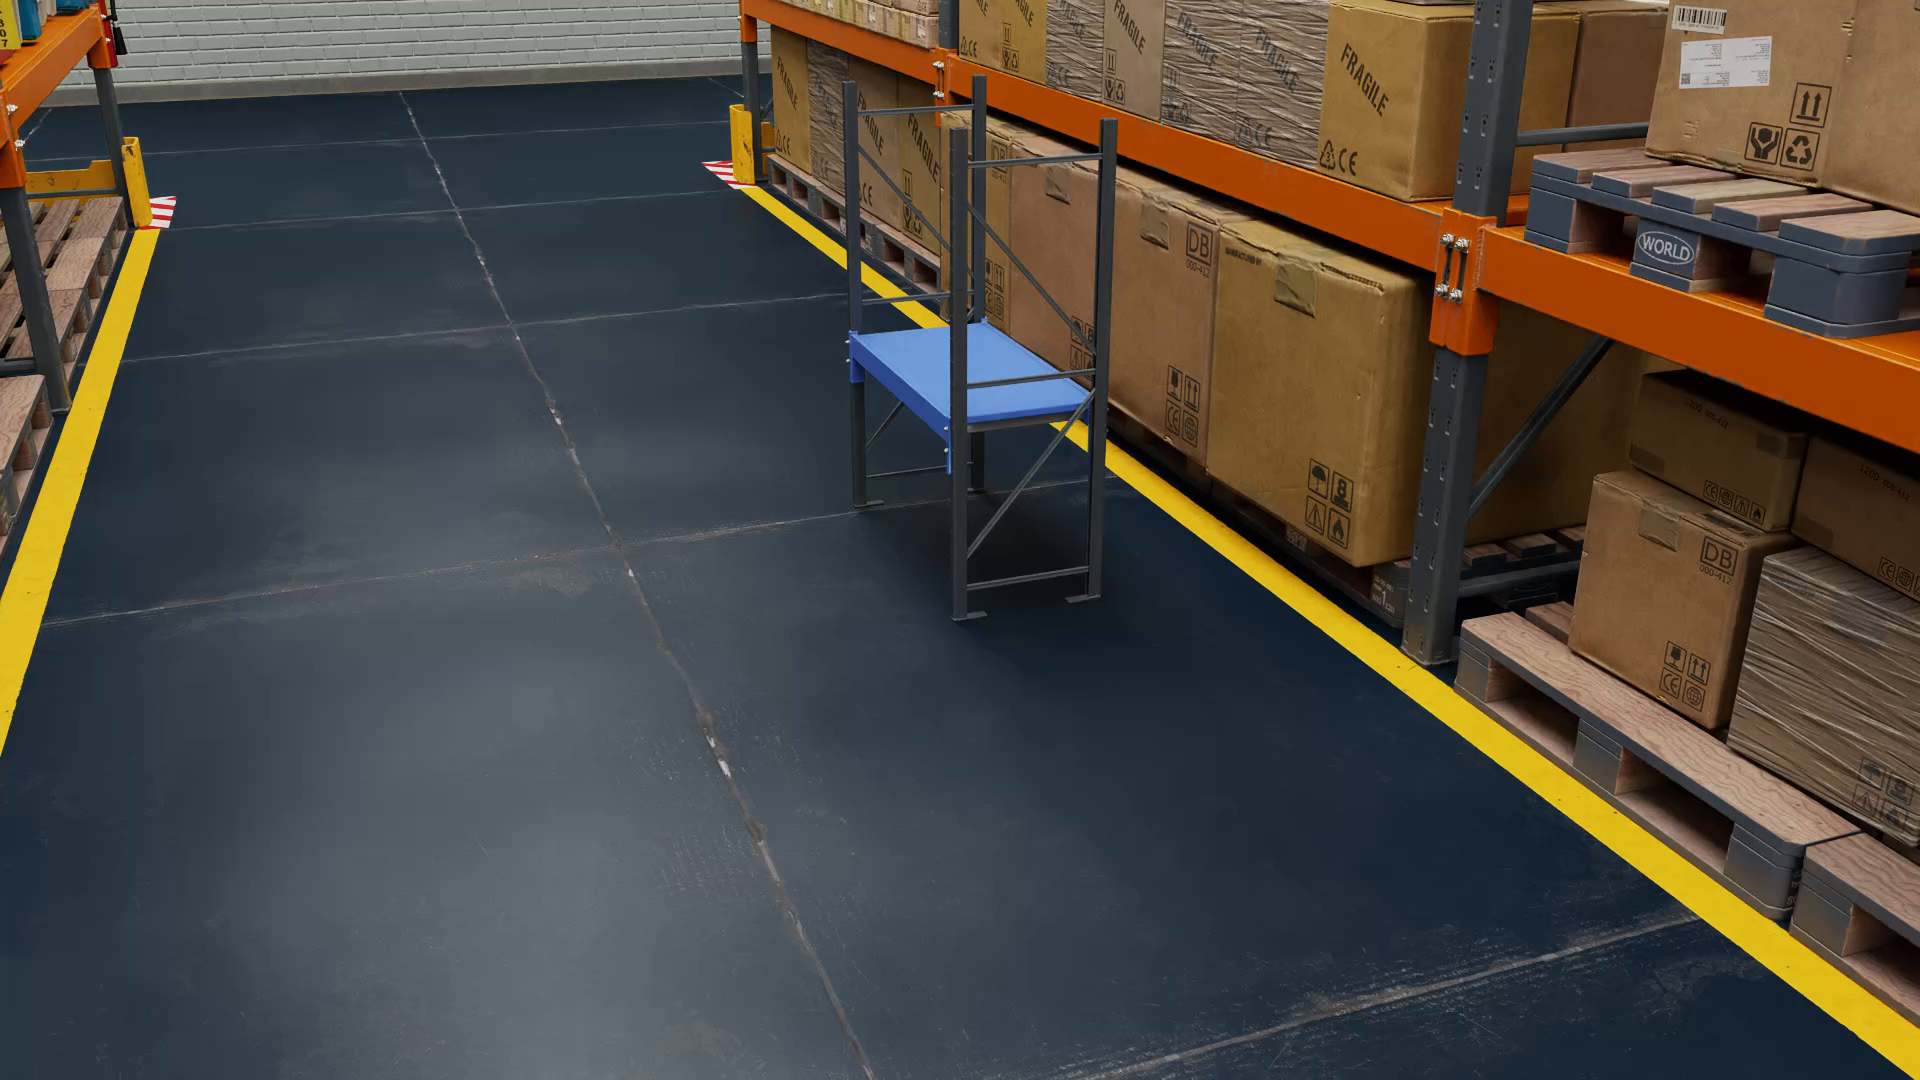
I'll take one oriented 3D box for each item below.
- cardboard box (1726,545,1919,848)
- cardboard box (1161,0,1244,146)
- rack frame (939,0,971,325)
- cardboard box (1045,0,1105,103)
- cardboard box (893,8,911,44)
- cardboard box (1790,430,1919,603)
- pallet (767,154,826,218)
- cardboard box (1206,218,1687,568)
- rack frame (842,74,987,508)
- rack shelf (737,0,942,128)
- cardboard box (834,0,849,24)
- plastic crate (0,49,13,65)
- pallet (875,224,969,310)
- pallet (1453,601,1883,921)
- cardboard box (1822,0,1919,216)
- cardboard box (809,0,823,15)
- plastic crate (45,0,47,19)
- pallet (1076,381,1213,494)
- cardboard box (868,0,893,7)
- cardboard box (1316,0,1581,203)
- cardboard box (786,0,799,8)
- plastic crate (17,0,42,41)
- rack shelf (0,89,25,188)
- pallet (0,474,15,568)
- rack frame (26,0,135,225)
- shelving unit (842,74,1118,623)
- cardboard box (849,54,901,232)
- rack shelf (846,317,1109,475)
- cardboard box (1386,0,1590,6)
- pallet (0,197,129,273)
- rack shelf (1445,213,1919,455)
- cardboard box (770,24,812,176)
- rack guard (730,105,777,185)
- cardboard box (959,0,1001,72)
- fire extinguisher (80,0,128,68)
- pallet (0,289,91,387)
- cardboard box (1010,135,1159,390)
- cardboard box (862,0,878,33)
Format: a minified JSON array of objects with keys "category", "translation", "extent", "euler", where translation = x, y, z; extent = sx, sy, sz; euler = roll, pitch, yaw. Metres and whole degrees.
[{"category":"cardboard box","translation":[2.264,0.295,3.841],"extent":[0.700,0.500,0.500],"euler":[-10,25,-23]},{"category":"cardboard box","translation":[1.037,-1.657,5.690],"extent":[0.500,0.500,0.500],"euler":[-9,25,-21]},{"category":"rack frame","translation":[0.388,-2.548,7.934],"extent":[1.000,3.000,0.127],"euler":[-8,24,-19]},{"category":"cardboard box","translation":[0.671,-2.029,6.572],"extent":[0.500,0.500,0.500],"euler":[-9,24,-20]},{"category":"cardboard box","translation":[-0.118,-2.592,8.361],"extent":[0.380,0.149,0.250],"euler":[-8,24,-18]},{"category":"cardboard box","translation":[2.262,-0.061,3.718],"extent":[0.500,0.250,0.500],"euler":[-6,23,-13]},{"category":"pallet","translation":[-0.670,-2.437,11.260],"extent":[1.003,0.211,1.213],"euler":[-8,24,-19]},{"category":"cardboard box","translation":[1.576,-0.563,5.419],"extent":[1.225,0.875,0.875],"euler":[-10,25,-21]},{"category":"rack frame","translation":[-0.149,-0.845,5.823],"extent":[0.500,1.500,0.032],"euler":[-8,24,-19]},{"category":"rack shelf","translation":[-0.319,-2.944,9.798],"extent":[1.077,0.370,4.000],"euler":[-8,24,-19]},{"category":"cardboard box","translation":[-0.481,-2.965,9.247],"extent":[0.380,0.149,0.250],"euler":[-9,24,-20]},{"category":"plastic crate","translation":[-4.327,-2.285,7.149],"extent":[0.402,0.464,0.583],"euler":[-8,24,-19]},{"category":"pallet","translation":[0.192,-1.550,9.157],"extent":[1.003,0.211,1.213],"euler":[-8,24,-19]},{"category":"pallet","translation":[2.075,0.474,4.353],"extent":[1.003,0.211,1.213],"euler":[-8,24,-19]},{"category":"cardboard box","translation":[2.320,-0.955,3.484],"extent":[0.700,0.500,0.500],"euler":[-5,23,-11]},{"category":"cardboard box","translation":[-0.664,-3.153,9.692],"extent":[0.380,0.149,0.250],"euler":[-9,24,-20]},{"category":"plastic crate","translation":[-5.113,-2.850,8.911],"extent":[0.396,0.136,0.243],"euler":[-8,24,-19]},{"category":"pallet","translation":[1.165,-0.549,6.782],"extent":[1.003,0.211,1.213],"euler":[-8,24,-19]},{"category":"cardboard box","translation":[-0.199,-2.928,8.646],"extent":[0.500,0.250,0.500],"euler":[-8,24,-17]},{"category":"cardboard box","translation":[1.394,-1.286,4.811],"extent":[0.500,0.500,0.500],"euler":[-8,24,-17]},{"category":"cardboard box","translation":[-0.844,-3.339,10.133],"extent":[0.380,0.149,0.250],"euler":[-9,24,-20]},{"category":"plastic crate","translation":[-4.694,-2.562,8.104],"extent":[0.416,0.233,0.300],"euler":[-8,24,-19]},{"category":"rack shelf","translation":[-3.540,-0.811,4.737],"extent":[1.077,0.370,4.000],"euler":[-8,24,-19]},{"category":"pallet","translation":[-3.578,0.146,5.131],"extent":[1.003,0.211,1.213],"euler":[-8,24,-19]},{"category":"rack frame","translation":[-5.659,-3.322,9.770],"extent":[1.000,3.000,0.127],"euler":[-8,24,-19]},{"category":"shelving unit","translation":[0.030,-0.660,5.385],"extent":[0.538,1.500,1.048],"euler":[-8,24,-19]},{"category":"cardboard box","translation":[-0.089,-2.341,9.636],"extent":[0.875,0.875,0.875],"euler":[-8,24,-19]},{"category":"rack shelf","translation":[0.030,-0.494,5.455],"extent":[0.538,0.185,1.000],"euler":[-8,24,-19]},{"category":"cardboard box","translation":[1.557,-1.871,4.907],"extent":[0.797,0.503,0.637],"euler":[-7,24,-17]},{"category":"pallet","translation":[-5.404,-1.732,9.588],"extent":[1.003,0.211,1.213],"euler":[-8,24,-19]},{"category":"rack shelf","translation":[2.507,-0.037,2.901],"extent":[1.077,0.370,4.000],"euler":[-8,24,-19]},{"category":"cardboard box","translation":[-0.725,-2.995,11.188],"extent":[0.875,0.875,0.875],"euler":[-8,24,-19]},{"category":"rack guard","translation":[-1.034,-2.859,11.889],"extent":[1.175,0.500,0.348],"euler":[-8,24,-19]},{"category":"cardboard box","translation":[0.316,-2.393,7.437],"extent":[0.500,0.500,0.500],"euler":[-8,24,-19]},{"category":"fire extinguisher","translation":[-5.287,-3.232,10.136],"extent":[0.296,0.674,0.183],"euler":[-8,24,-19]},{"category":"pallet","translation":[-4.542,-0.846,7.485],"extent":[1.003,0.211,1.213],"euler":[-8,24,-19]},{"category":"cardboard box","translation":[0.949,-1.208,6.950],"extent":[1.225,0.875,0.875],"euler":[-9,25,-21]},{"category":"cardboard box","translation":[-0.299,-2.779,8.804],"extent":[0.380,0.149,0.250],"euler":[-8,24,-18]}]
